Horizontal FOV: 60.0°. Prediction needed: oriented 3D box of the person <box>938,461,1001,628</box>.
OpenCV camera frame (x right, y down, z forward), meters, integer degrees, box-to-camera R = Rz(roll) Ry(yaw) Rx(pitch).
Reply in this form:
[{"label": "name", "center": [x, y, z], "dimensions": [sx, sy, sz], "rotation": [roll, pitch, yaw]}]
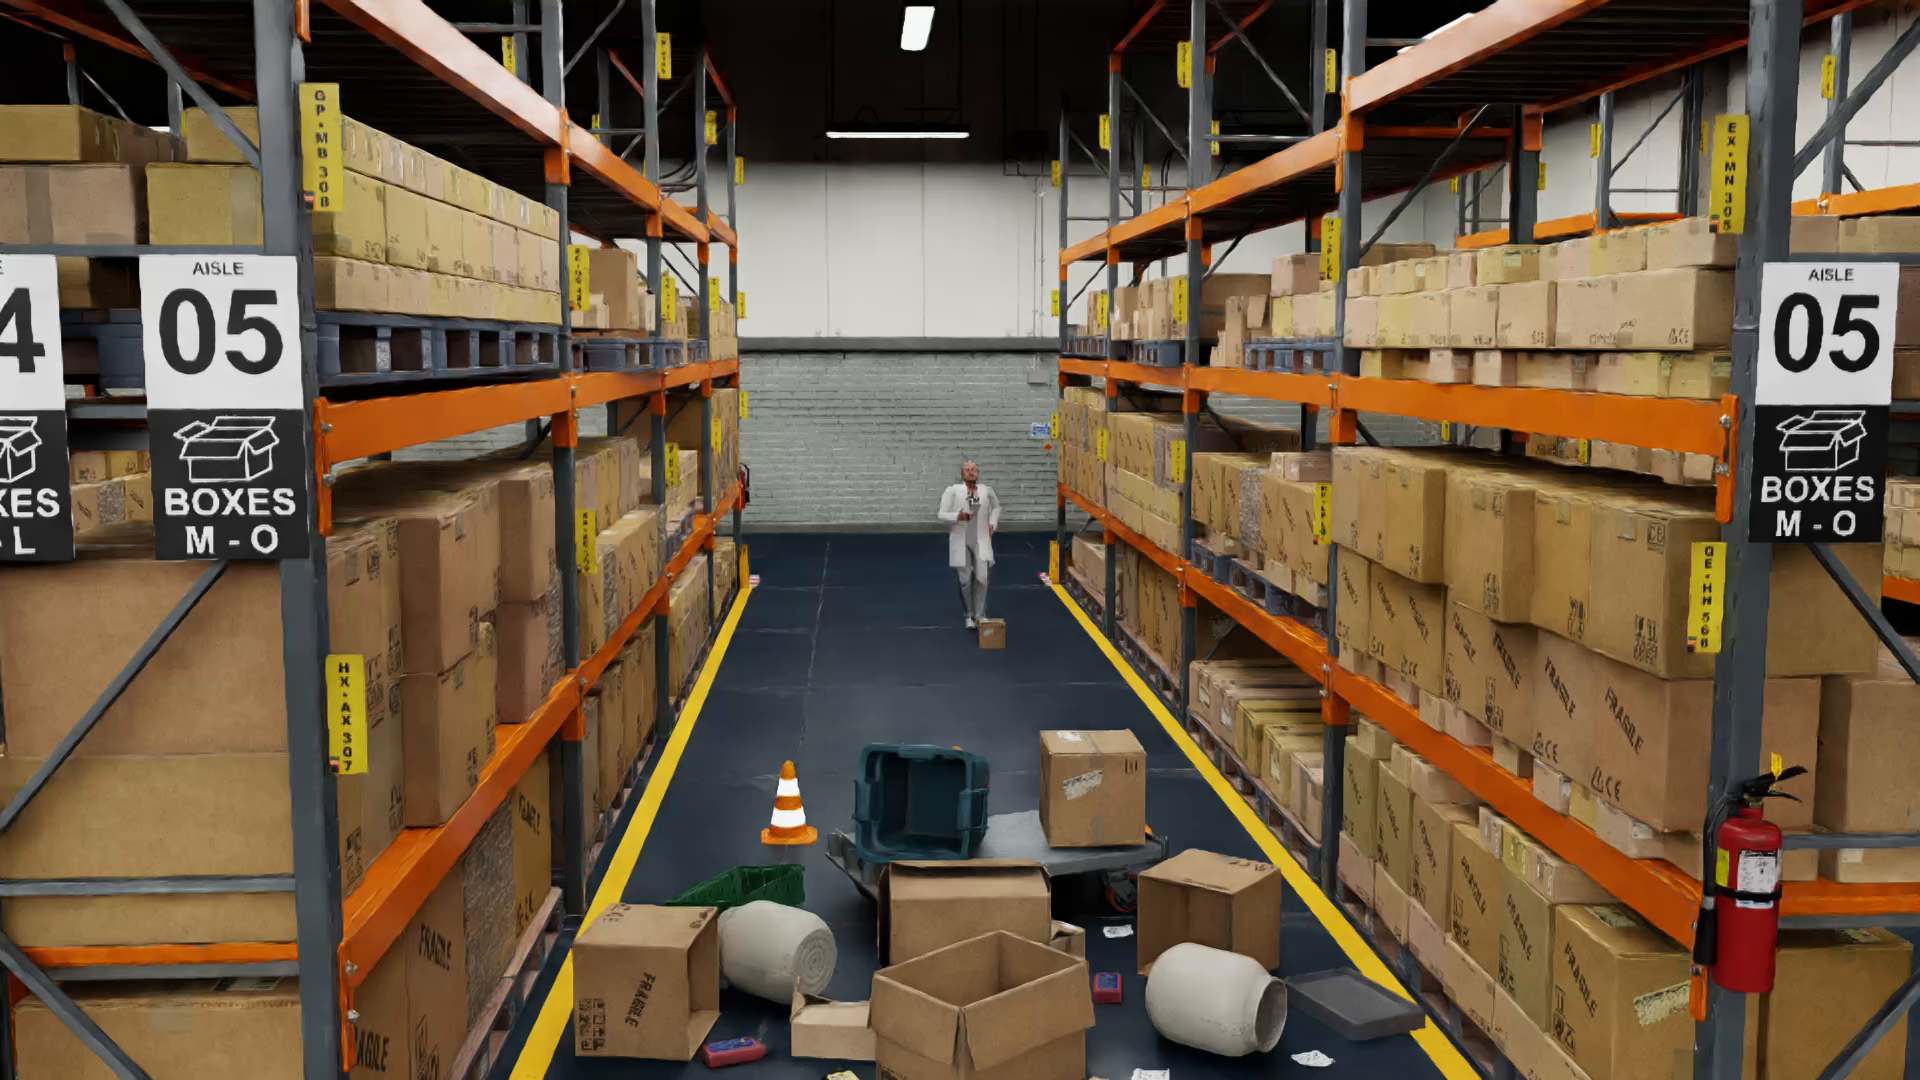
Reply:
[{"label": "person", "center": [0.113, 0.067, 17.455], "dimensions": [0.685, 1.777, 0.733], "rotation": [0, 7, -3]}]
